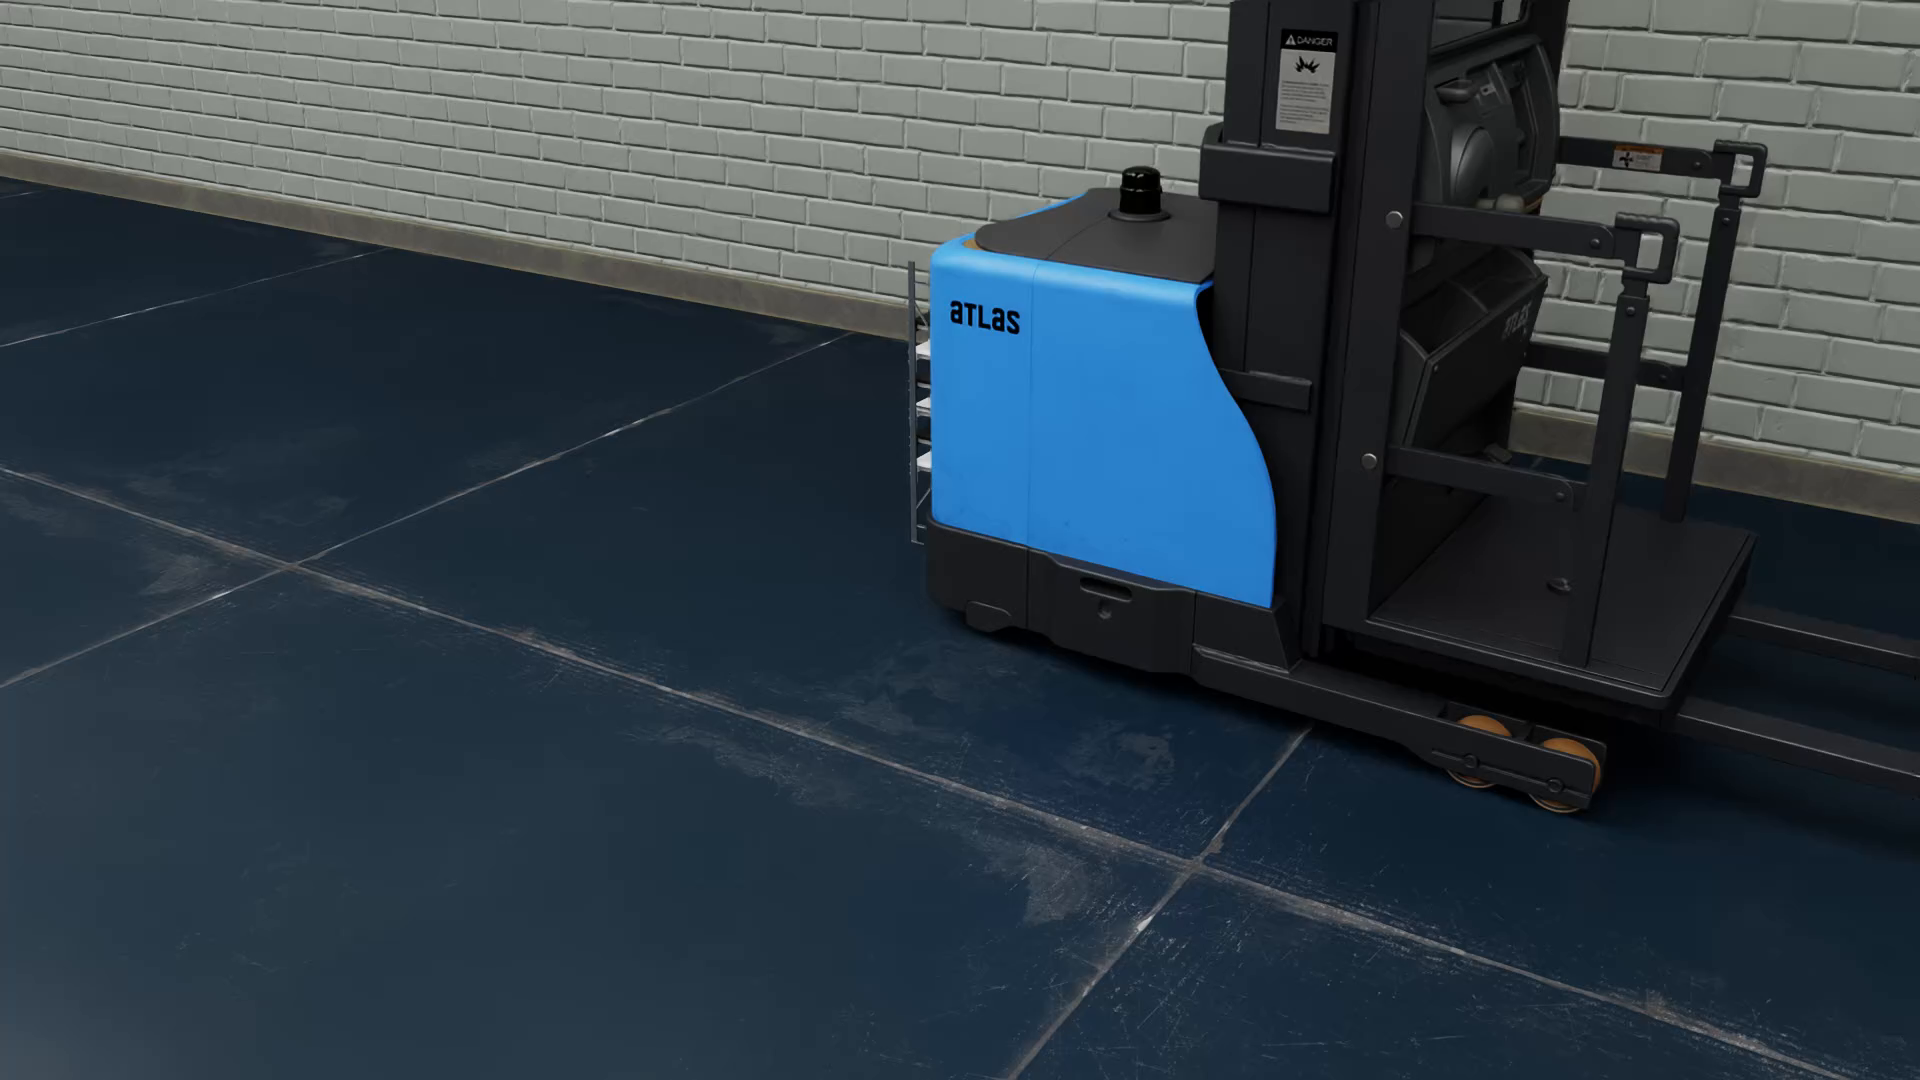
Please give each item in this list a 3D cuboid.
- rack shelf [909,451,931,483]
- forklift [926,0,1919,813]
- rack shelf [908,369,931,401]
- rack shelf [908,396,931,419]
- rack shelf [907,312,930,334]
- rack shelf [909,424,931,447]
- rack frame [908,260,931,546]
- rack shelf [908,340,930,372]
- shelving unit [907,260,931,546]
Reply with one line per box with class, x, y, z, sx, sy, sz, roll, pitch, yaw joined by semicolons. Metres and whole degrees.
rack shelf;0.004;-0.220;5.162;0.258;0.077;0.200;14;27;29
forklift;1.418;-0.961;3.782;3.031;2.935;1.130;15;27;30
rack shelf;0.004;-0.468;5.055;0.258;0.077;0.200;14;27;29
rack shelf;0.004;-0.385;5.091;0.258;0.077;0.200;14;27;29
rack shelf;0.004;-0.633;4.984;0.258;0.077;0.200;14;27;29
rack shelf;0.004;-0.303;5.127;0.258;0.077;0.200;14;27;29
rack frame;-0.049;-0.381;4.998;0.240;0.900;0.006;14;27;29
rack shelf;0.004;-0.550;5.019;0.258;0.077;0.200;14;27;29
shelving unit;0.004;-0.416;5.078;0.258;0.900;0.210;14;27;29
